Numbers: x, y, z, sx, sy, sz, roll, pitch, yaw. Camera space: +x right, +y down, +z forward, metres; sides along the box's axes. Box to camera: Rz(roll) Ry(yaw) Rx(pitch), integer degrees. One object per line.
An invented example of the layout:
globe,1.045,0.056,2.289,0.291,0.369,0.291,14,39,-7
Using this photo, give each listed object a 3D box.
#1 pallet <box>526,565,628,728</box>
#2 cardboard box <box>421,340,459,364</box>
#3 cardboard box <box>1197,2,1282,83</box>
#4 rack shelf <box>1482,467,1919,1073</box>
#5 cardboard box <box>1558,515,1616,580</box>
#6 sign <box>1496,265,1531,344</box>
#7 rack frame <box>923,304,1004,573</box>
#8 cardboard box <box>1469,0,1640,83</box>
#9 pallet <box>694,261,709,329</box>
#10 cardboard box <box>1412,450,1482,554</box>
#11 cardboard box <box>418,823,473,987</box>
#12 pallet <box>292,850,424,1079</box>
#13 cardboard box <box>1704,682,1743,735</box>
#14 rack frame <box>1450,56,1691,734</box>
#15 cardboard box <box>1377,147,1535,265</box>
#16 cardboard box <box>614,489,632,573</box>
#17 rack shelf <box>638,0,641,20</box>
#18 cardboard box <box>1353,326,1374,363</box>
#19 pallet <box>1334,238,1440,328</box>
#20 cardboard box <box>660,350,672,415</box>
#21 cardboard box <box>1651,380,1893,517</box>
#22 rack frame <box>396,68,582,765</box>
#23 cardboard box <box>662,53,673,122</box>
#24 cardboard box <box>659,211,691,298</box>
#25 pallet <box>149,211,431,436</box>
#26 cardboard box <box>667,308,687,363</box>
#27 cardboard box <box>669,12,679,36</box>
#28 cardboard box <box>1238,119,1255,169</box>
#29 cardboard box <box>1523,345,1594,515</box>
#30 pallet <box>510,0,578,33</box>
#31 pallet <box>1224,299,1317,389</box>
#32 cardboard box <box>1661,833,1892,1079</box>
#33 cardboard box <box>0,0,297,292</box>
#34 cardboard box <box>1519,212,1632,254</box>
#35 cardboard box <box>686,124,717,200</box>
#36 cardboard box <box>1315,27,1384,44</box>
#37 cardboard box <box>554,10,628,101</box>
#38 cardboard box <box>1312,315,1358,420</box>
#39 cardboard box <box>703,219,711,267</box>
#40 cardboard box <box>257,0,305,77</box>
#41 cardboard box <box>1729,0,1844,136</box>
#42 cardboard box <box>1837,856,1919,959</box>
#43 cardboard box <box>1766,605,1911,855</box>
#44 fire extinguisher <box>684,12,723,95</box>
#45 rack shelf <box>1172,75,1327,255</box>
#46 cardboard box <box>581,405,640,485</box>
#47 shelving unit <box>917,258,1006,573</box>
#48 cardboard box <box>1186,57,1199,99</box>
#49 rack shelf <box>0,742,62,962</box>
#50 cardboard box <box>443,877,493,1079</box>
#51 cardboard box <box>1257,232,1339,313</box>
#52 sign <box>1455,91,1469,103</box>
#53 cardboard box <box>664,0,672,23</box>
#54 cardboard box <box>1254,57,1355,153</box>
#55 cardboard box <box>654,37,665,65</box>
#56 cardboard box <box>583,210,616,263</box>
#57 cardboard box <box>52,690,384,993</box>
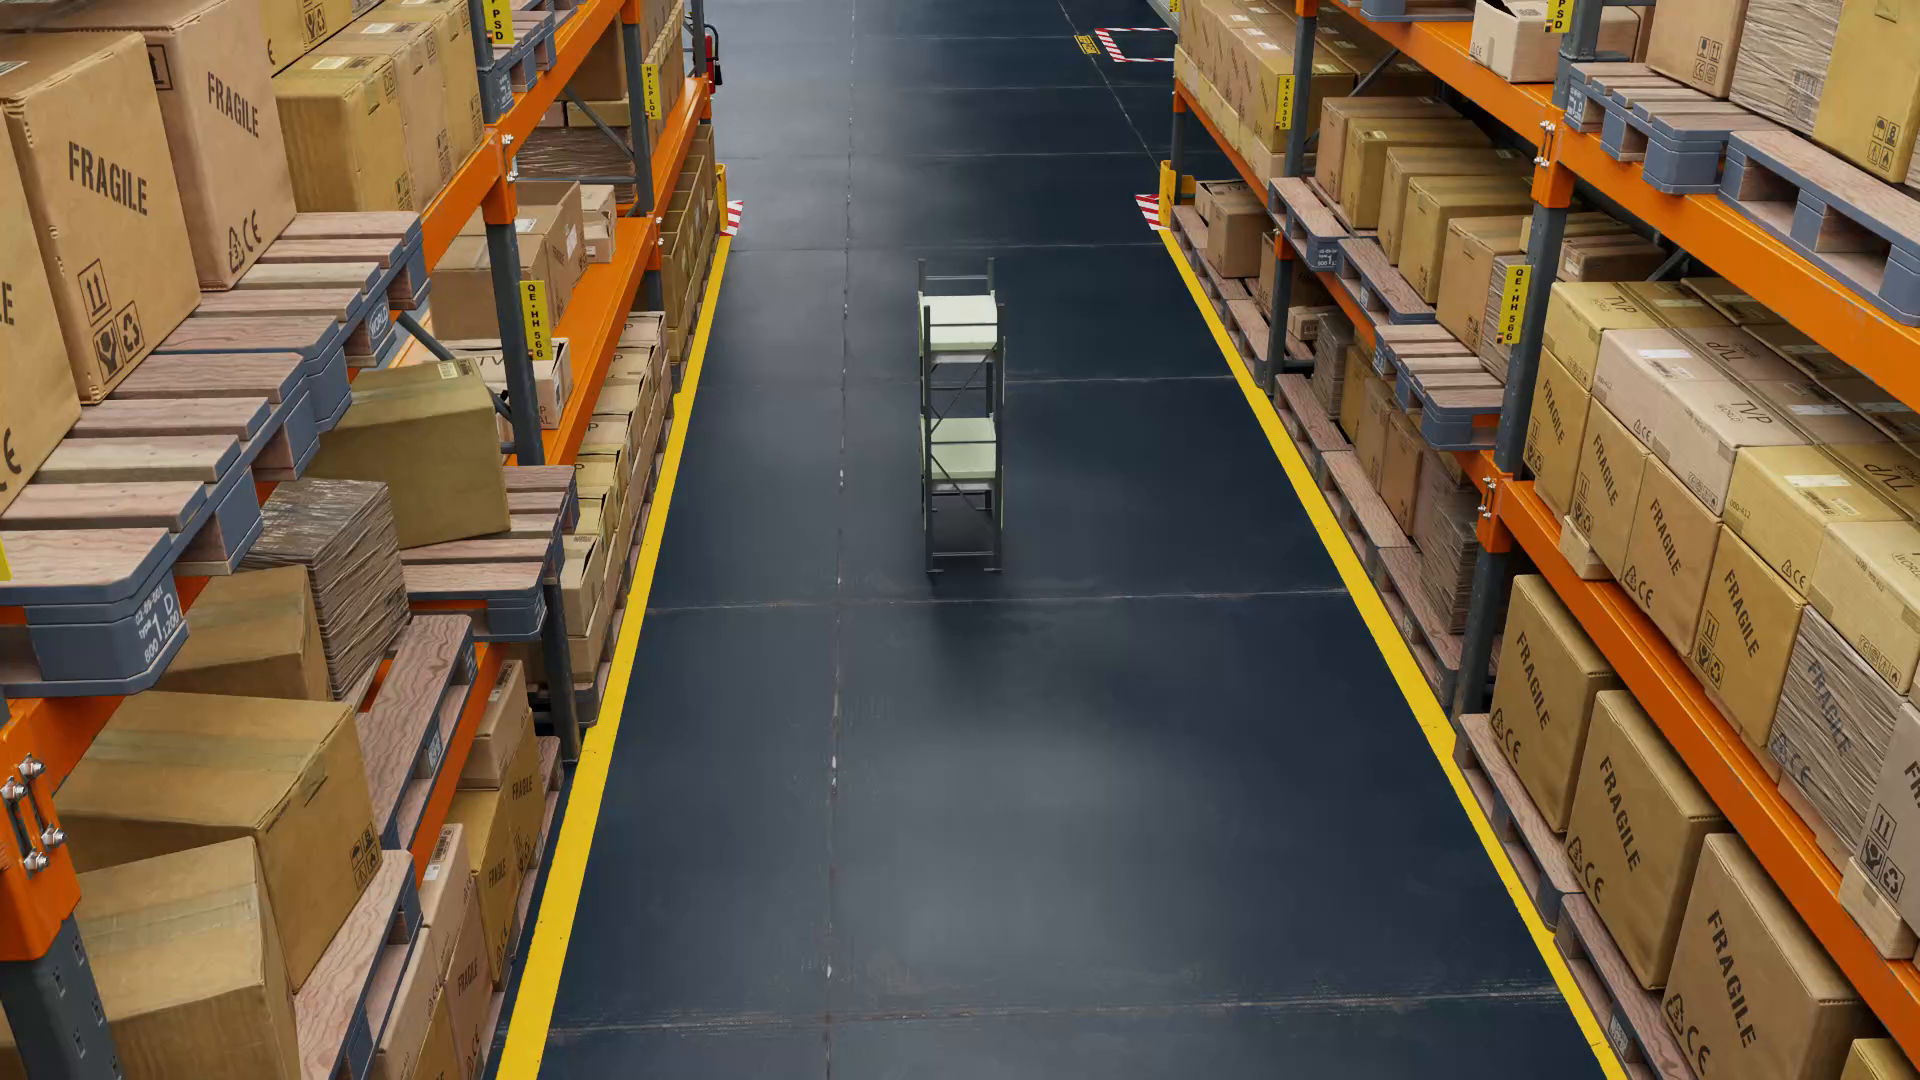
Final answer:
pallet,-2.196,0.500,8.064,1.003,0.211,1.213,-1,28,-3
cardboard box,-2.315,-0.832,7.873,0.380,0.149,0.250,1,28,1
cardboard box,2.098,-3.751,12.529,0.500,0.500,0.500,-2,28,-4
rack shelf,2.859,0.766,5.316,1.077,0.370,4.000,-1,28,-3
cardboard box,2.474,0.024,6.209,0.380,0.149,0.250,-1,28,-1
sign,2.213,-0.938,6.638,0.100,0.325,0.005,-1,28,-3
rack frame,0.019,-0.499,8.585,0.400,1.500,0.023,-1,28,-3
cardboard box,2.447,-2.102,6.868,0.500,0.311,0.500,-1,28,-3
pallet,-2.468,-1.900,12.664,1.003,0.211,1.213,-1,28,-3
cardboard box,2.754,-0.136,8.494,0.700,0.500,0.500,-1,28,-3
cardboard box,-1.844,1.150,5.219,0.500,0.250,0.500,-2,28,-4
pallet,-1.916,1.205,3.904,1.003,0.211,1.213,-1,28,-3
cardboard box,2.631,0.491,5.315,0.380,0.149,0.250,-1,28,-2
rack frame,2.754,-0.477,6.921,1.000,3.000,0.127,-1,28,-3
cardboard box,2.626,-1.766,8.809,0.700,0.500,0.500,2,28,4
cardboard box,-1.987,-0.044,8.610,0.500,0.250,0.500,-2,28,-4
rack shelf,-2.506,-4.138,11.474,1.077,0.370,4.000,-1,28,-3
cardboard box,2.627,-1.201,9.725,0.500,0.250,0.500,-2,28,-4
pallet,2.610,-1.305,8.716,1.003,0.211,1.213,-1,28,-3
cardboard box,-2.090,-0.986,10.415,0.500,0.250,0.500,-2,28,-3
cardboard box,2.580,-0.300,5.319,0.500,0.250,0.500,-1,28,-2
rack frame,-2.192,-0.356,6.688,1.000,3.000,0.127,-1,28,-3
cardboard box,-2.546,-3.407,12.430,0.700,0.500,0.500,-1,28,-2
cardboard box,-2.147,-1.955,11.463,0.500,0.500,0.500,-1,28,-3
pallet,-2.005,-0.537,3.995,1.213,0.211,1.003,-1,28,-3
cardboard box,-2.123,-1.391,11.194,0.500,0.250,0.500,-1,28,-3
cardboard box,-2.371,-3.971,12.811,0.380,0.149,0.250,-2,28,-3
cardboard box,2.200,-2.708,11.340,0.500,0.250,0.500,-1,28,-2
cardboard box,2.524,-0.432,6.383,0.500,0.500,0.500,-1,28,-1
pallet,-2.378,-2.430,7.625,1.003,0.211,1.213,0,28,0
pallet,2.475,-1.397,11.701,1.003,0.211,1.213,-1,28,-3
cardboard box,2.750,1.430,5.136,0.750,0.750,0.750,-1,28,-1
cardboard box,-2.009,-0.964,3.940,0.600,0.600,0.600,-2,28,-5
cardboard box,2.675,-1.311,7.234,0.380,0.149,0.250,-6,28,-11
cardboard box,-2.285,-3.109,13.676,0.500,0.500,0.500,-1,28,-3
cardboard box,2.686,-3.291,11.645,0.500,0.500,0.500,-1,28,-1
cardboard box,-2.431,-3.027,10.300,0.700,0.500,0.500,-1,28,-2
cardboard box,2.601,-1.072,10.288,0.700,0.500,0.500,0,28,-1
cardboard box,-2.221,-2.315,12.965,0.500,0.250,0.500,-1,28,-3
cardboard box,-2.123,-1.501,4.451,0.500,0.500,0.500,-1,28,-3
cardboard box,2.917,-1.580,5.209,0.700,0.500,0.500,-3,28,-5
cardboard box,2.585,0.966,4.404,0.380,0.149,0.250,-1,28,-3
cardboard box,2.633,0.510,4.576,0.500,0.500,0.500,-1,28,-3
fire extinguisher,-2.152,-4.082,13.916,0.296,0.674,0.183,-1,28,-3
rack shelf,2.441,-2.929,12.400,1.077,0.370,4.000,-1,28,-3
cardboard box,-2.014,-0.536,8.946,0.500,0.311,0.500,-2,28,-3
shelving unit,0.000,-0.668,8.909,0.431,1.500,0.755,-1,28,-3
cardboard box,2.086,-3.641,13.129,0.500,0.250,0.500,-2,28,-4
rack shelf,-1.879,1.404,0.848,1.077,0.370,4.000,-1,28,-3
cardboard box,-1.849,1.465,5.425,0.500,0.500,0.500,-2,28,-5
cardboard box,2.451,-1.889,11.856,0.500,0.500,0.500,-3,28,-7
sign,3.100,-2.853,10.224,0.100,0.325,0.005,-1,28,-3
cardboard box,-2.563,-4.187,12.523,0.700,0.500,0.500,-2,28,-4
cardboard box,2.212,-2.810,10.724,0.500,0.500,0.500,-1,28,-3
cardboard box,-2.317,-3.494,11.896,0.380,0.149,0.250,-2,28,-3
cardboard box,-2.172,-1.742,9.491,0.396,0.266,0.258,-2,28,-4
cardboard box,-1.884,0.721,4.062,0.700,0.500,0.500,3,28,5
